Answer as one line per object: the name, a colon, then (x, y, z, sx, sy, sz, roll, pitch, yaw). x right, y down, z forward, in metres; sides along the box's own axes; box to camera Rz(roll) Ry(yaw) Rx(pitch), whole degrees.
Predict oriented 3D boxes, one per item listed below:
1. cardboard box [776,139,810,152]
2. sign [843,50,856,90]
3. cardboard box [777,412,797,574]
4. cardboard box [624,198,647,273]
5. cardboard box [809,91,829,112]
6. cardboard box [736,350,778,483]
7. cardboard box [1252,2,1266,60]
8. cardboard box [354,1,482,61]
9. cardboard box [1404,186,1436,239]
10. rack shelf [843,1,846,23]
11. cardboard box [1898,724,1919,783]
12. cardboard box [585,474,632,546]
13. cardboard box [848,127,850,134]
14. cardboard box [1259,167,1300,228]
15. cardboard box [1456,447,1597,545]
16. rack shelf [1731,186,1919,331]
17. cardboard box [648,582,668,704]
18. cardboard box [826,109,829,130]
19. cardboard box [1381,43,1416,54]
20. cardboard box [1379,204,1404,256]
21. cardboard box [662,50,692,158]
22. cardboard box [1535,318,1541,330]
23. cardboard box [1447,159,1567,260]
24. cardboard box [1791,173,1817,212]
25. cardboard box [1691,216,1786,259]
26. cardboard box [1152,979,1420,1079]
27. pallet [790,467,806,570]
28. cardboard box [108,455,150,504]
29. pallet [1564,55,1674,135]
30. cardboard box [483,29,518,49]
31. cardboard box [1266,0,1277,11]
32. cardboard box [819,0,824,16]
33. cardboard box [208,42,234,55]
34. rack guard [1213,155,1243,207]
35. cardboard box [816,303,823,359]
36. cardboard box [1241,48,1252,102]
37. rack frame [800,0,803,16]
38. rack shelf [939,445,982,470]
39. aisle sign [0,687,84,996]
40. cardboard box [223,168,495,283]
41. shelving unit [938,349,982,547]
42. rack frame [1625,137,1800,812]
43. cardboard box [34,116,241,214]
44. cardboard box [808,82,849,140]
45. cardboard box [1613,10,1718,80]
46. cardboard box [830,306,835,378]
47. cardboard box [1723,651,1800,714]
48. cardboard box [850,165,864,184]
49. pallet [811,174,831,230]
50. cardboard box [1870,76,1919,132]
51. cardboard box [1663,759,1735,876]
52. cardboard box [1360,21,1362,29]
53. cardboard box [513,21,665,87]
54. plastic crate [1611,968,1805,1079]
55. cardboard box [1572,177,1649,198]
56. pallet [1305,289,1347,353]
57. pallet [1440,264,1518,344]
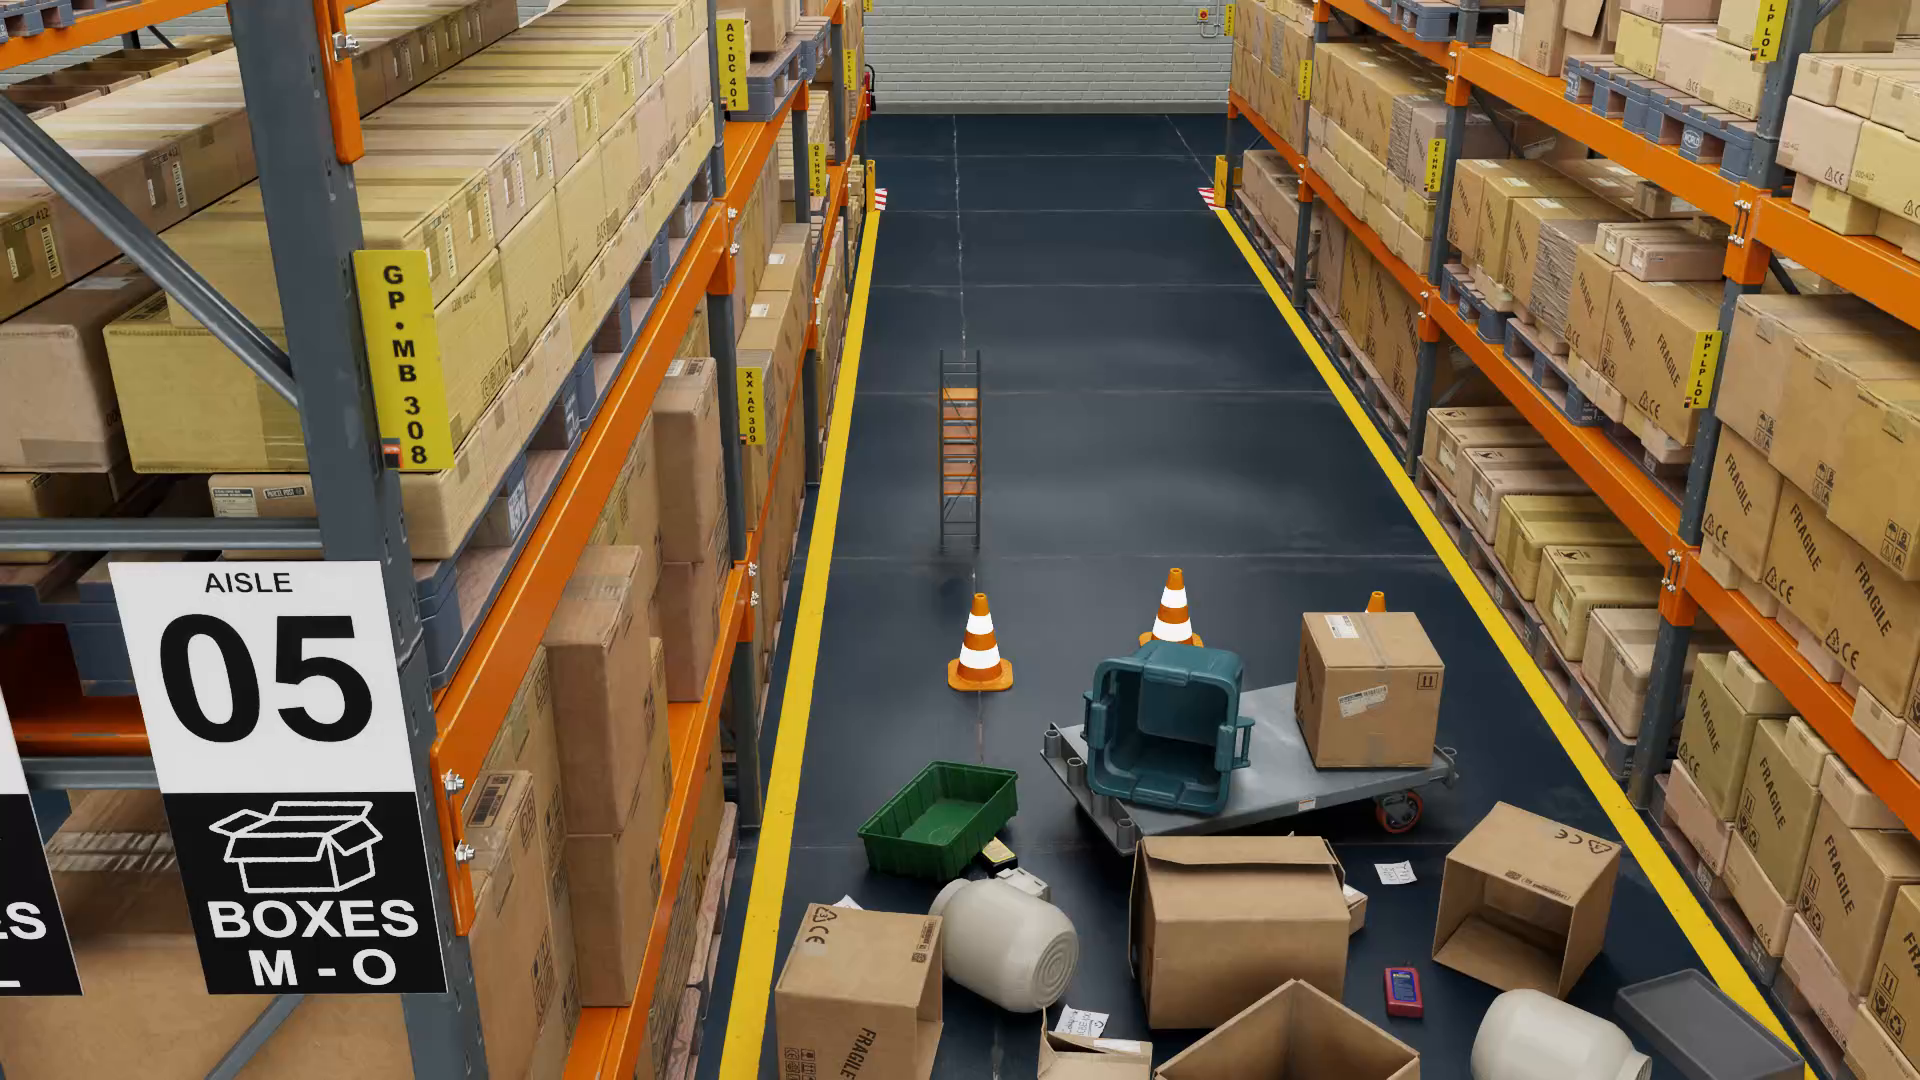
cardboard box: (-1.256, -2.720, 11.698, 0.380, 0.149, 0.250, 1, 24, 2)
sign: (-0.922, -3.928, 13.890, 0.100, 0.325, 0.005, 0, 24, -1)
cardboard box: (-1.504, -0.303, 9.501, 1.050, 0.750, 0.750, 0, 24, 0)
cardboard box: (-1.049, -0.812, 4.439, 0.380, 0.149, 0.250, 0, 24, -1)
cardboard box: (-1.277, -3.580, 13.599, 0.380, 0.149, 0.250, 1, 24, 2)
cardboard box: (-1.133, -0.572, 7.753, 0.500, 0.500, 0.500, 0, 24, 0)
cardboard box: (3.174, -4.986, 16.299, 0.500, 0.500, 0.500, 0, 24, -1)
cardboard box: (-1.719, -1.592, 5.196, 0.380, 0.149, 0.250, 0, 24, -1)
cardboard box: (3.256, -2.170, 10.984, 0.500, 0.250, 0.500, 0, 24, -1)
rack shelf: (-1.499, -5.260, 15.472, 1.077, 0.370, 4.000, 0, 24, -1)
cardboard box: (3.277, 0.713, 5.339, 0.380, 0.149, 0.250, 0, 24, -1)
cardboard box: (-1.416, 0.159, 4.765, 0.875, 0.550, 0.500, 0, 24, -1)
cardboard box: (-1.220, -3.832, 15.388, 0.380, 0.149, 0.250, 0, 24, 0)
cardboard box: (3.554, -3.484, 16.913, 0.875, 0.438, 0.875, 0, 24, 1)
cardboard box: (3.528, -0.269, 9.885, 0.950, 0.372, 0.625, -1, 24, -2)
rack shelf: (3.581, -0.379, 4.681, 1.077, 0.370, 4.000, 0, 24, -1)
cardboard box: (-1.457, 0.433, 5.471, 0.875, 0.550, 0.550, 0, 24, -1)
cardboard box: (-1.275, -3.446, 13.664, 0.380, 0.149, 0.250, 0, 24, 1)
cardboard box: (3.728, -3.779, 13.630, 0.500, 0.500, 0.500, 1, 24, 1)
cardboard box: (3.229, -2.162, 11.572, 0.500, 0.250, 0.500, 0, 24, 0)
cardboard box: (-1.122, -1.361, 5.169, 0.500, 0.250, 0.500, 0, 24, -1)
cardboard box: (3.364, -1.196, 9.050, 0.380, 0.149, 0.250, 1, 24, 2)
cardboard box: (3.289, -1.998, 10.036, 0.500, 0.500, 0.500, -1, 24, -2)
cardboard box: (3.315, -1.285, 6.117, 0.380, 0.149, 0.250, -1, 24, -1)
cardboard box: (3.793, -1.475, 8.091, 0.380, 0.149, 0.250, 1, 24, 2)
cardboard box: (1.052, 1.909, 5.418, 0.797, 0.503, 0.637, -19, 31, -36)
pallet: (-1.500, -0.153, 10.331, 1.003, 0.211, 1.213, 0, 24, -1)
cardboard box: (-1.691, -0.180, 3.043, 0.380, 0.149, 0.250, 0, 24, 0)
pallet: (3.644, -2.127, 7.902, 1.213, 0.211, 1.003, 0, 24, -1)
cardboard box: (-1.664, -1.568, 5.628, 0.500, 0.250, 0.500, 0, 24, 0)
cardboard box: (3.130, -5.119, 15.806, 0.380, 0.149, 0.250, -1, 24, -2)
cardboard box: (-1.197, -3.809, 11.271, 0.500, 0.500, 0.500, 0, 24, -1)
cardboard box: (-6.187, -4.023, 14.417, 0.500, 0.500, 0.500, 0, 24, -1)
rack guard: (3.428, -3.980, 18.443, 1.175, 0.500, 0.348, 0, 24, -1)
cardboard box: (-1.199, -1.428, 11.381, 0.500, 0.250, 0.500, -1, 24, -3)
cardboard box: (3.179, -4.747, 16.984, 0.500, 0.500, 0.500, -1, 24, -1)
rack frame: (-1.433, -4.482, 9.240, 1.000, 3.000, 0.127, 0, 24, -1)
rack shelf: (0.000, -0.500, 10.008, 0.258, 0.103, 0.180, 0, 24, -1)
aisle sign: (-1.645, 0.394, 2.584, 0.394, 0.787, 0.004, 0, 24, -1)
cardboard box: (-1.033, -0.547, 2.885, 0.380, 0.149, 0.250, 0, 24, 0)
shelving unit: (0.000, -0.541, 9.990, 0.258, 1.200, 0.189, 0, 24, -1)
rack frame: (3.559, -0.164, 6.973, 1.000, 3.000, 0.127, 0, 24, -1)
cardboard box: (-1.698, -0.757, 3.350, 0.380, 0.149, 0.250, 0, 24, 0)
cardboard box: (-1.230, -3.783, 14.492, 0.500, 0.500, 0.500, -1, 24, -2)
cardboard box: (3.403, -2.312, 7.755, 0.500, 0.250, 0.500, 0, 24, 0)
cardboard box: (-1.205, -1.512, 12.477, 0.500, 0.500, 0.500, -1, 24, -2)
cardboard box: (3.237, 0.556, 6.510, 0.380, 0.149, 0.250, 0, 24, 0)
cardboard box: (-1.186, -3.781, 17.199, 0.380, 0.149, 0.250, -1, 24, -2)
pallet: (-1.496, -2.477, 12.319, 1.003, 0.211, 1.213, 0, 24, -1)
cardboard box: (3.262, -1.433, 5.475, 0.380, 0.149, 0.250, -1, 24, -2)
cardboard box: (3.295, 1.142, 6.913, 0.500, 0.250, 0.500, -1, 24, -3)
cardboard box: (3.664, -4.599, 14.657, 0.380, 0.149, 0.250, -1, 24, -1)
cardboard box: (-1.055, -1.386, 4.740, 0.380, 0.149, 0.250, 0, 24, 0)
plastic crate: (2.756, 1.817, 6.136, 0.402, 0.080, 0.583, -9, 26, -19)
cardboard box: (3.815, -1.786, 9.566, 0.500, 0.500, 0.500, -1, 24, -1)
pallet: (3.555, -1.872, 14.134, 1.003, 0.211, 1.213, 0, 24, -1)
pallet: (3.630, -1.432, 10.008, 1.213, 0.211, 1.003, 0, 24, -1)
